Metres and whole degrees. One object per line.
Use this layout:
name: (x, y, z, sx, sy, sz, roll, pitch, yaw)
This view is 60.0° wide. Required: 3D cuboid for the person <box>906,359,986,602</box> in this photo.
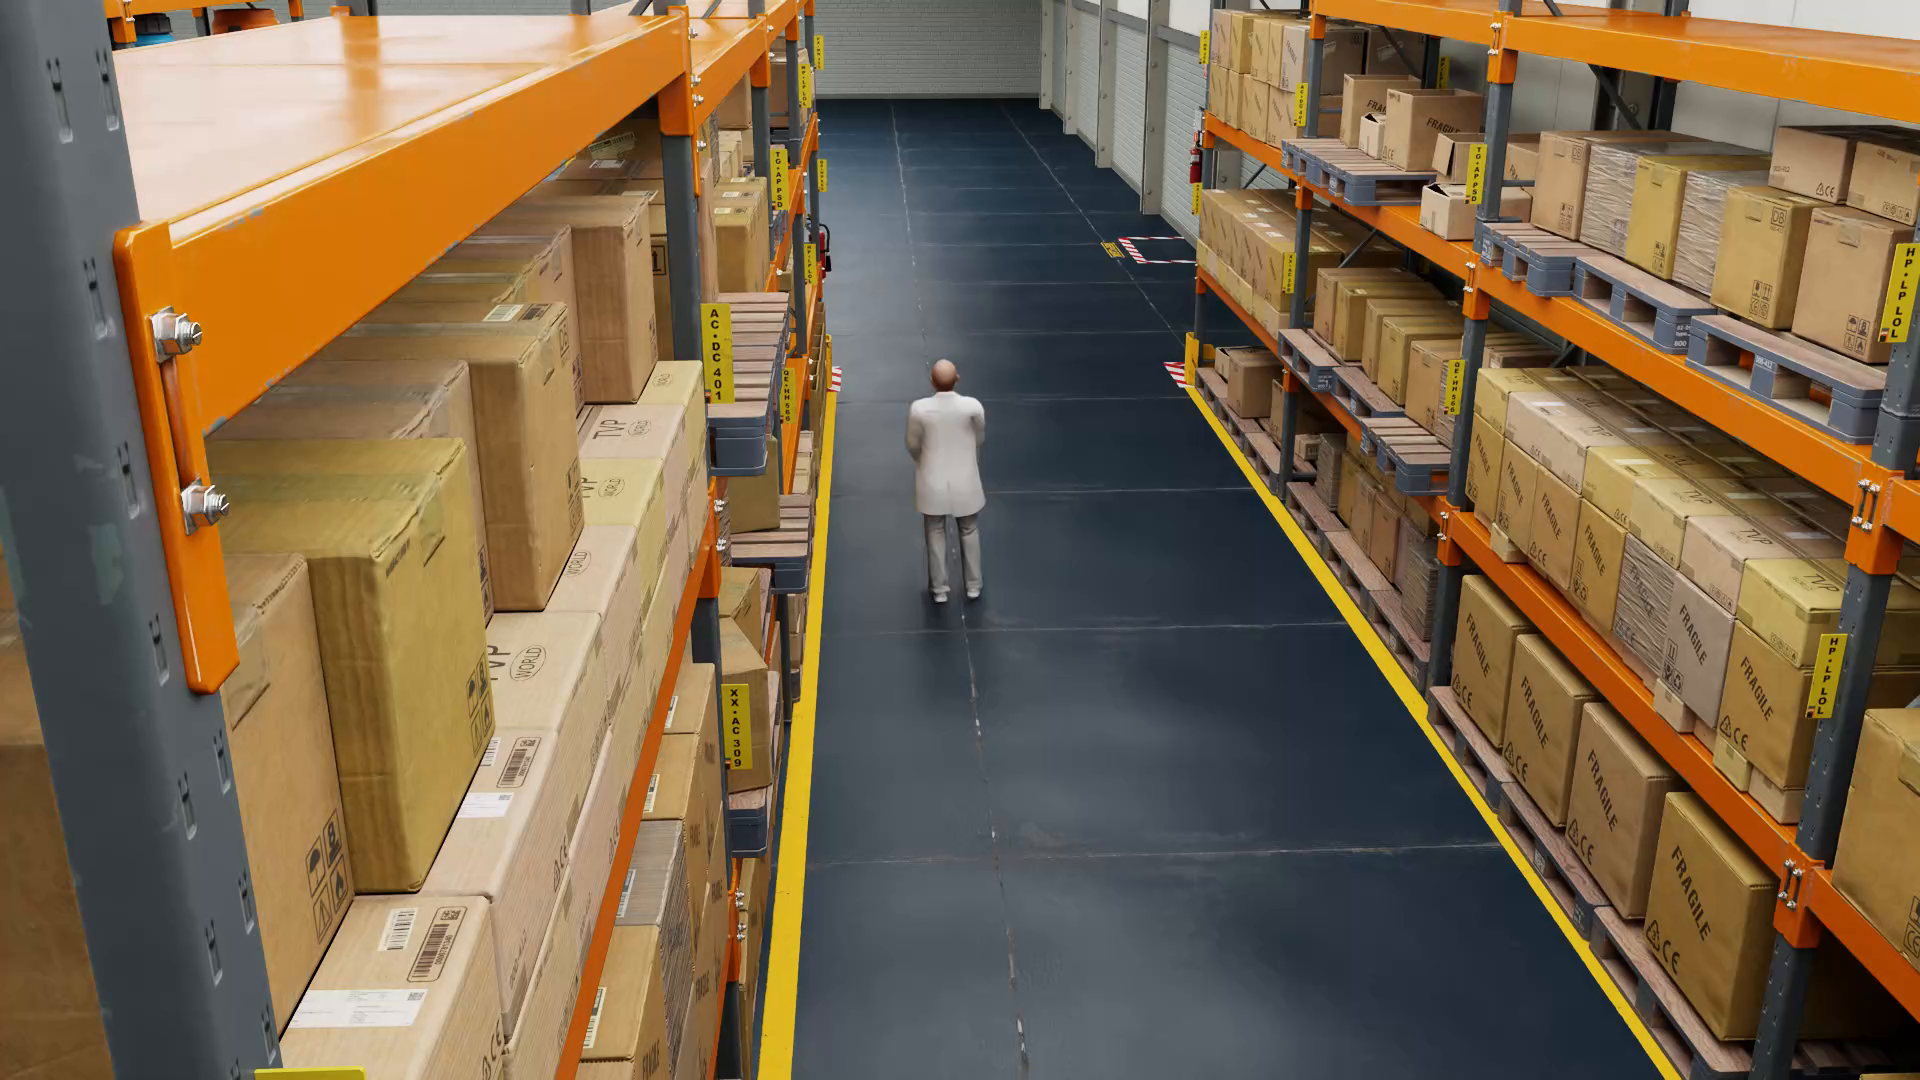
person: (-0.098, -0.445, 11.808, 0.568, 1.780, 0.521, -1, 20, -2)
